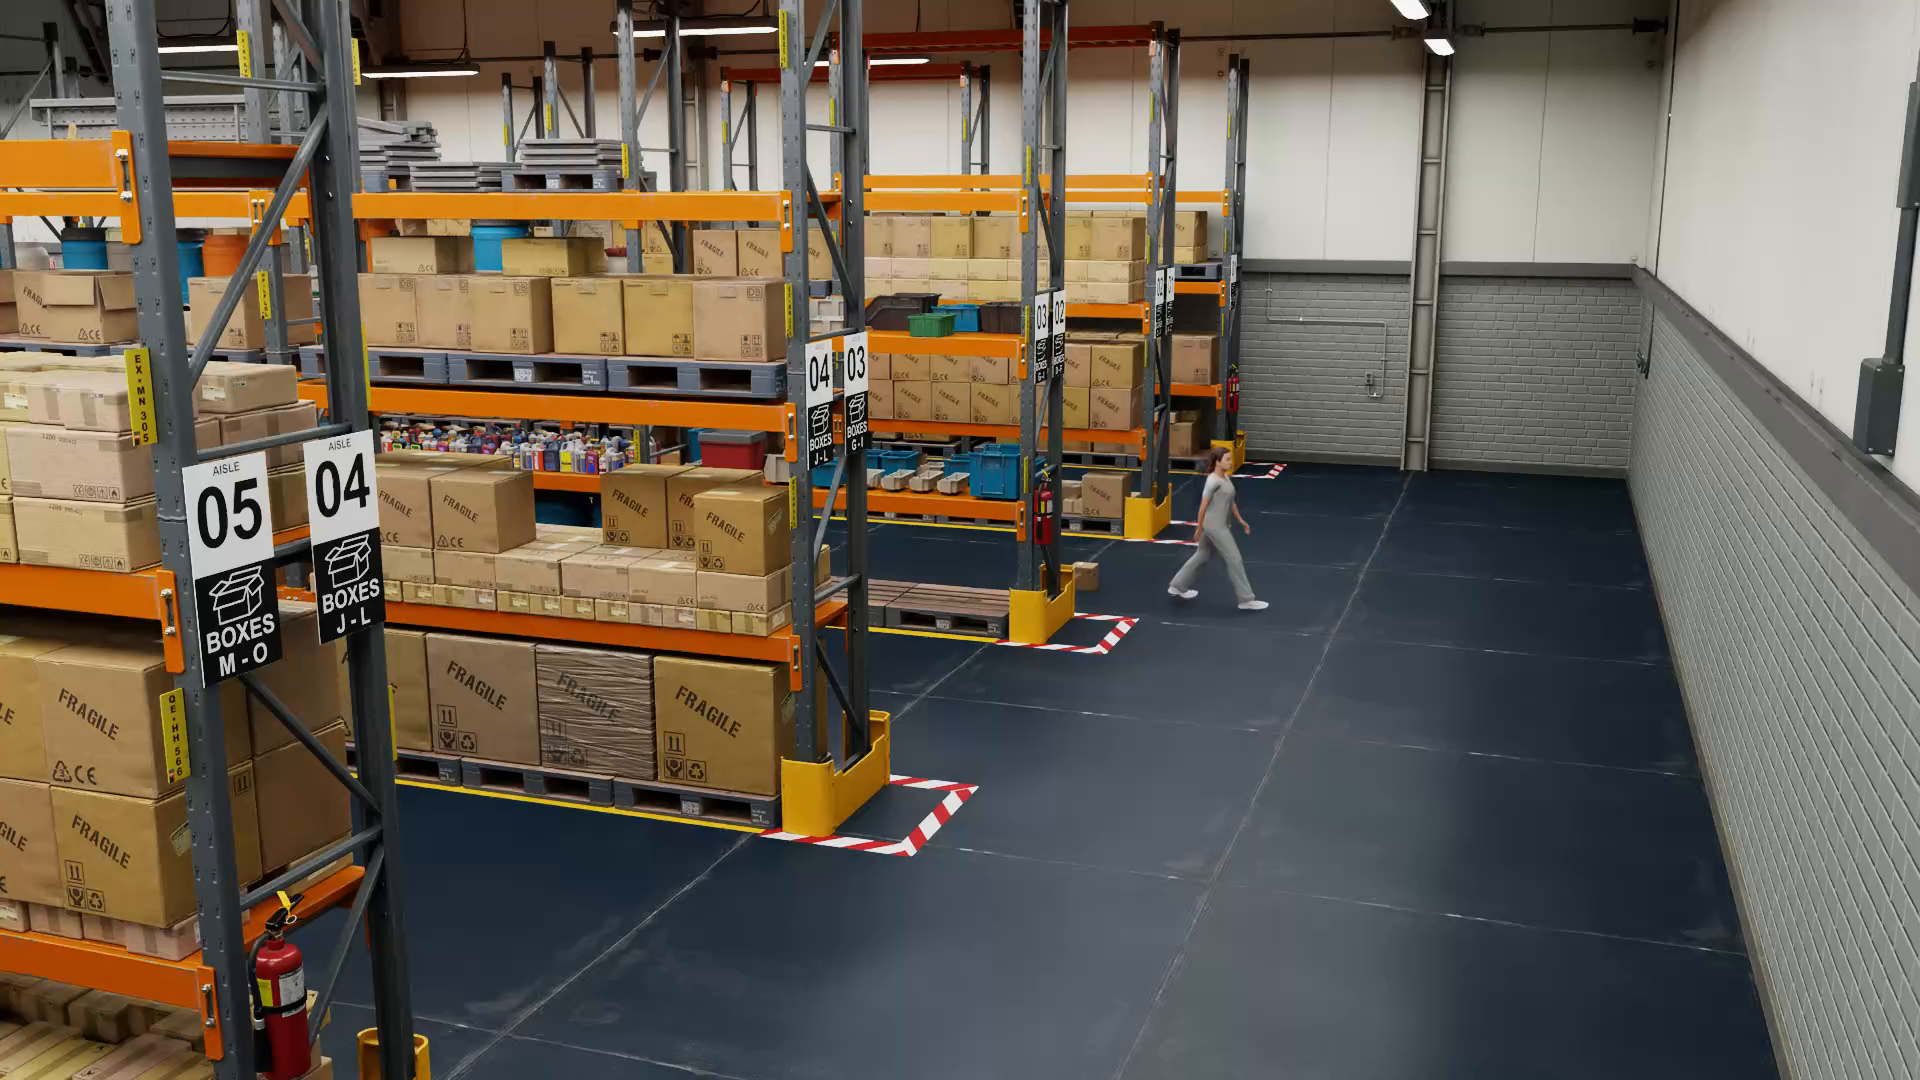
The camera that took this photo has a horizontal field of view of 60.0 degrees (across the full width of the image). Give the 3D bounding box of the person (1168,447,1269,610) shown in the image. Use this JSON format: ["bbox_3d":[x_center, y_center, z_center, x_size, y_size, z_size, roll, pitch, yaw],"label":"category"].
[{"bbox_3d":[2.602,-0.136,16.632,1.058,1.612,0.467,5,13,22],"label":"person"}]
